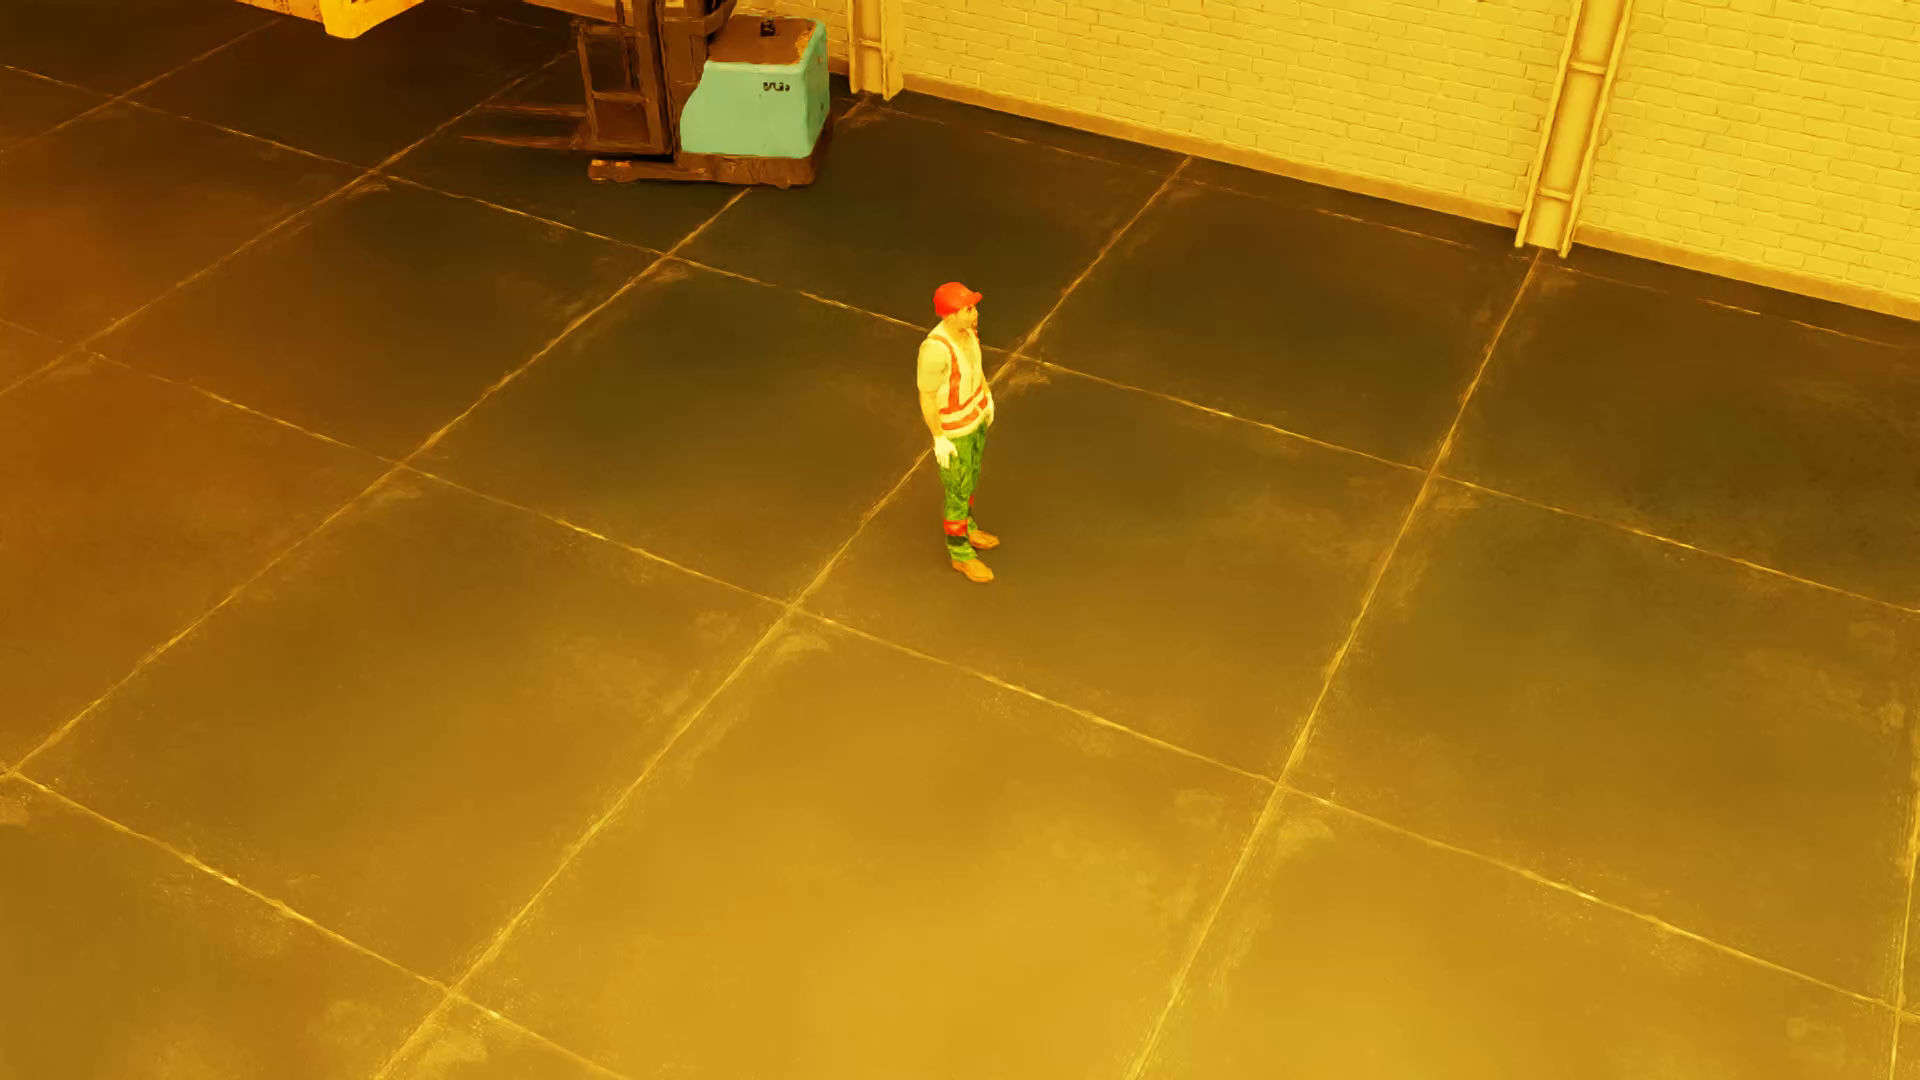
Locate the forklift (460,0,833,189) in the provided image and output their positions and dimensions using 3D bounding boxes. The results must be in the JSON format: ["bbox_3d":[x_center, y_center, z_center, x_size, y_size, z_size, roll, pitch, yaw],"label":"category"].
[{"bbox_3d":[-2.646,-4.416,13.229,3.031,2.935,1.130,5,40,6],"label":"forklift"}]

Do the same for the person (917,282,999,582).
[{"bbox_3d":[0.066,-0.660,9.645,0.563,1.787,0.637,18,43,21],"label":"person"}]
